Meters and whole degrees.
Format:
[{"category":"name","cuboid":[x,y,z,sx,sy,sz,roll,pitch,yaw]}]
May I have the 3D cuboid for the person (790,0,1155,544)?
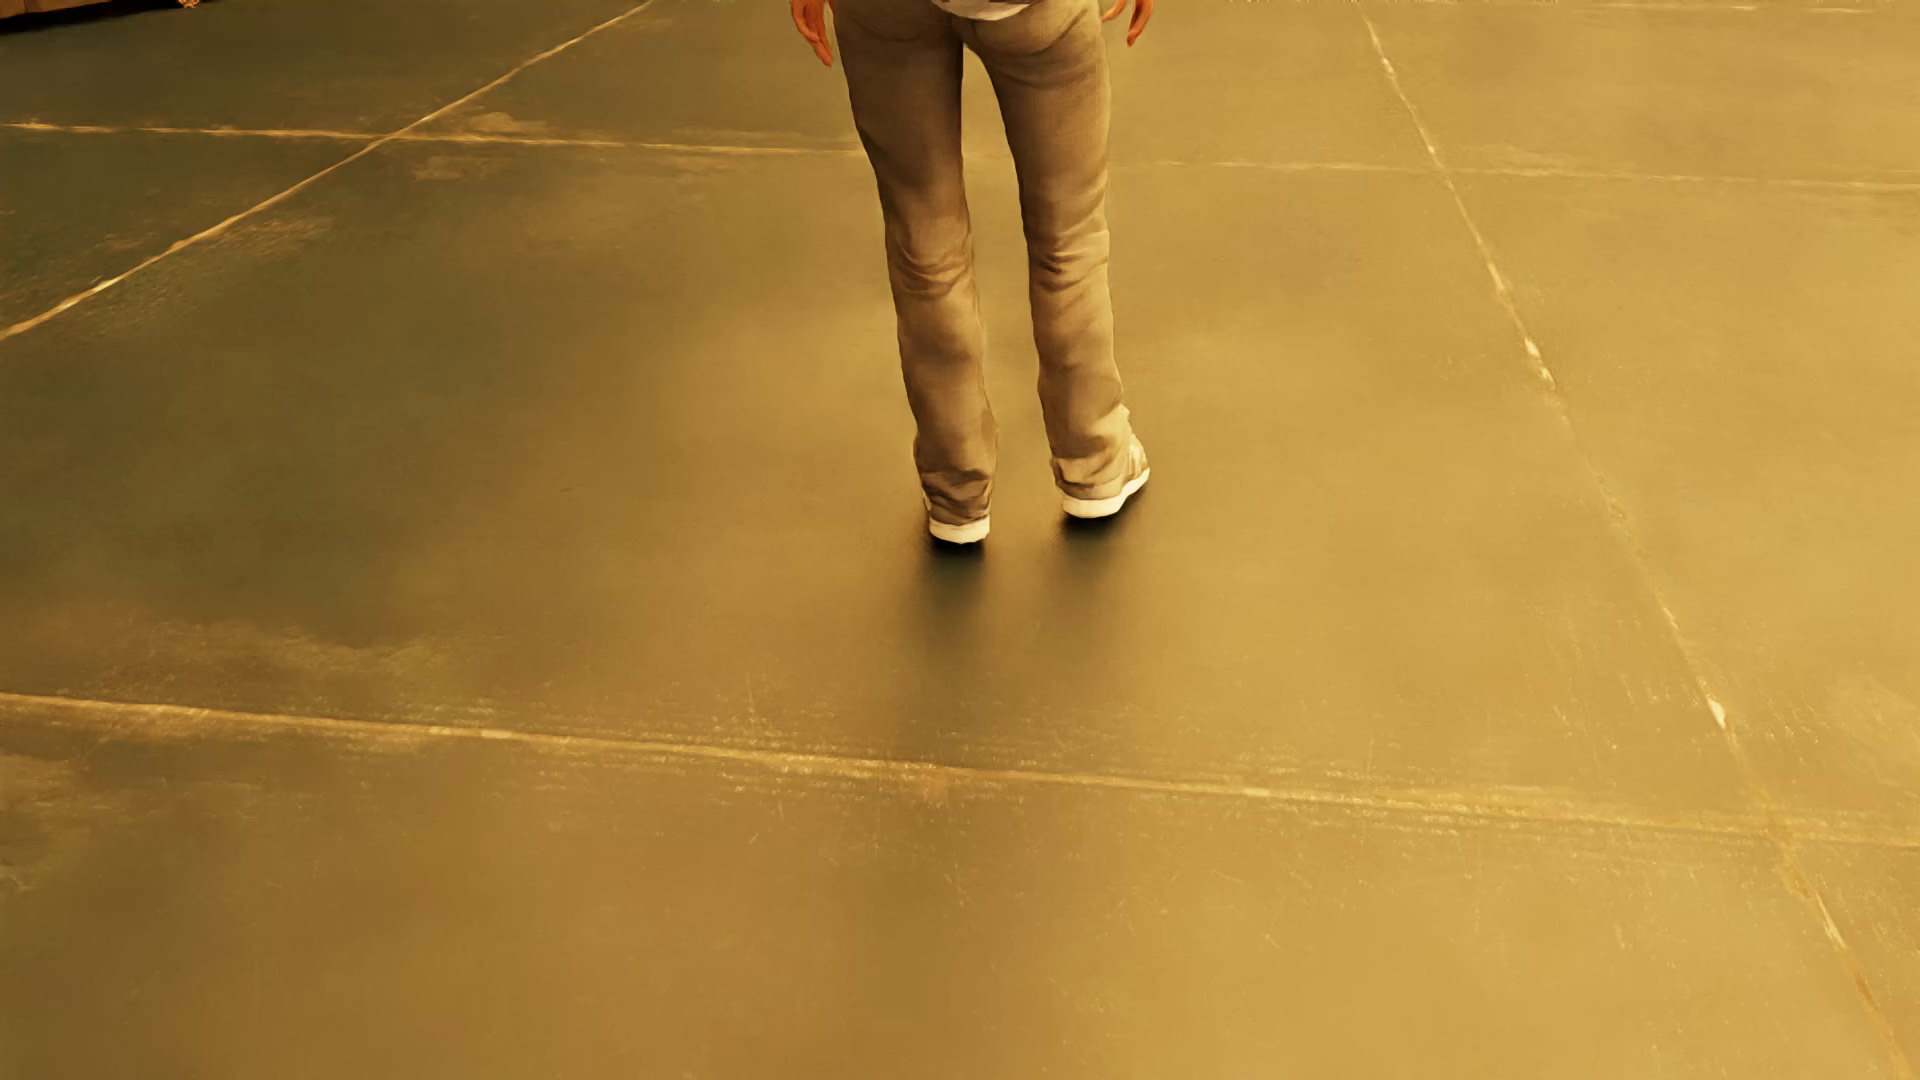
[{"category":"person","cuboid":[0.024,-0.753,2.205,0.521,1.597,0.474,3,27,7]}]
